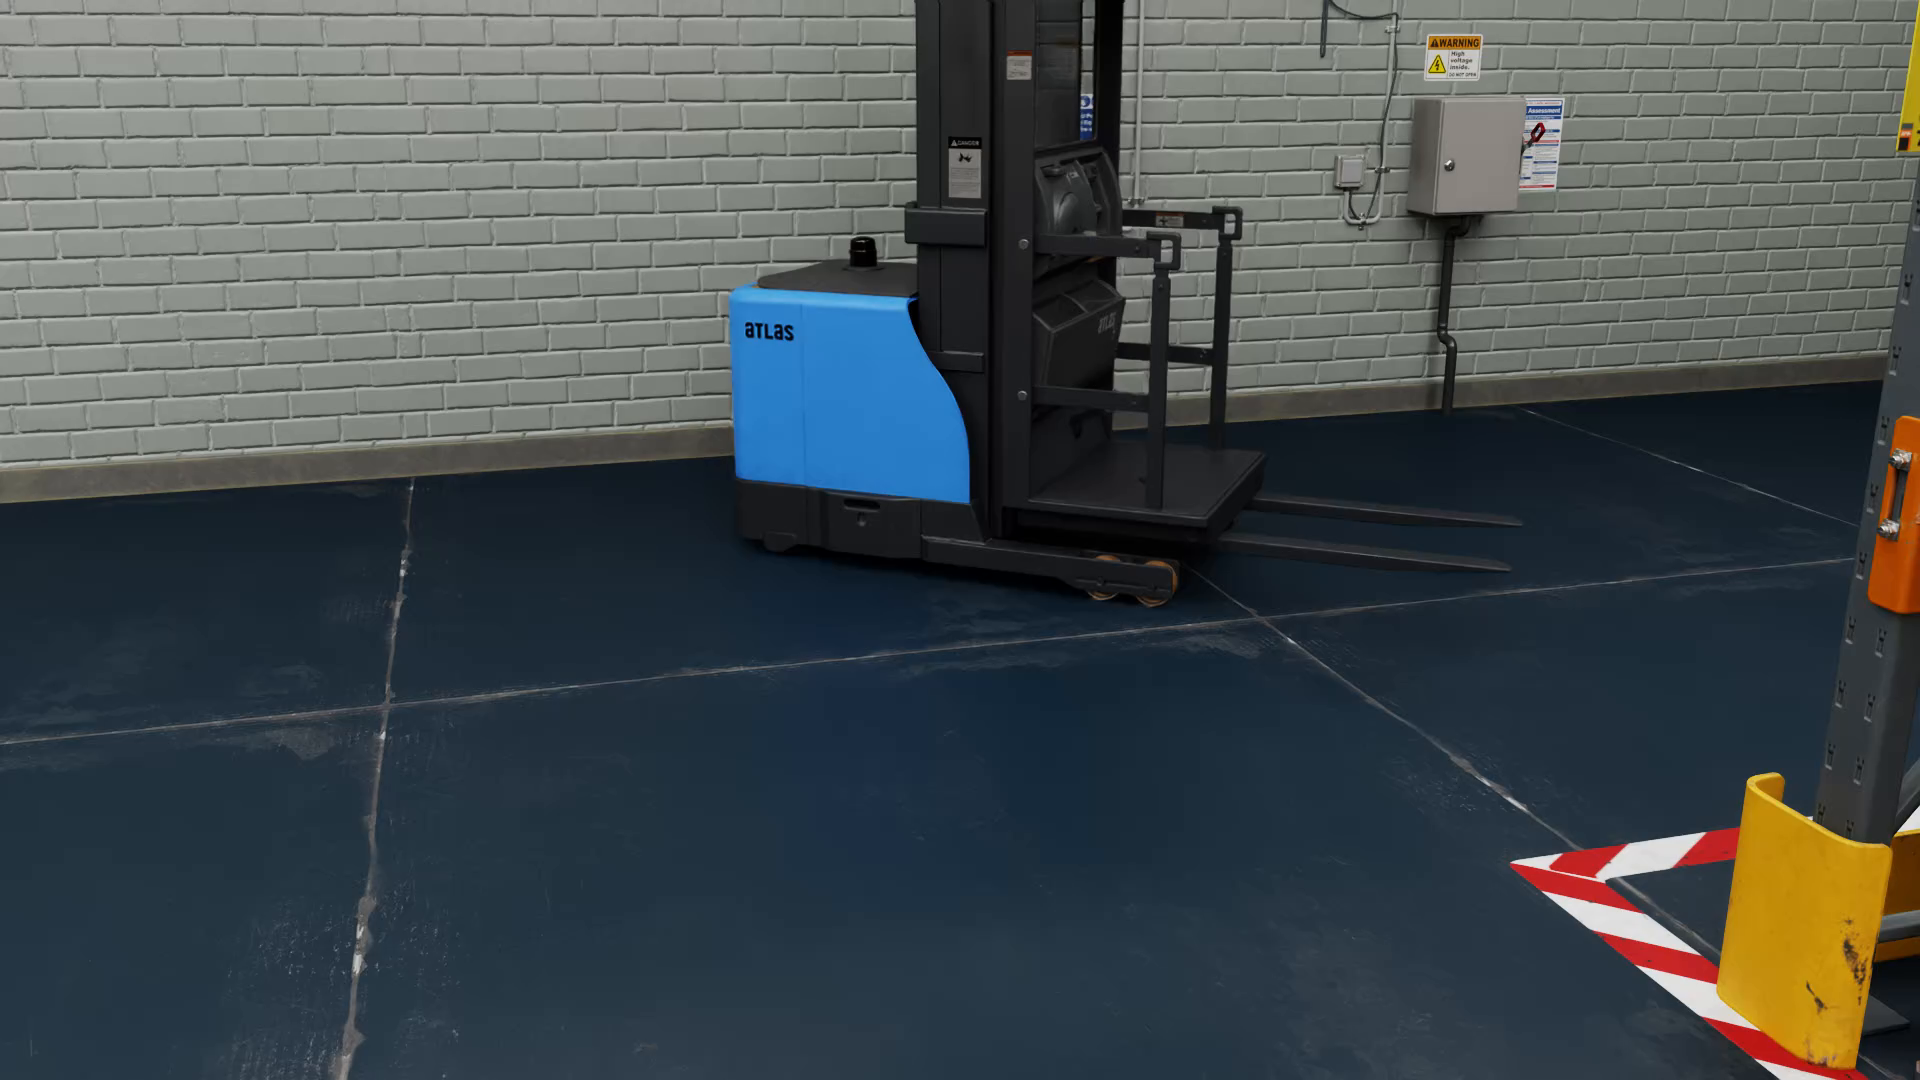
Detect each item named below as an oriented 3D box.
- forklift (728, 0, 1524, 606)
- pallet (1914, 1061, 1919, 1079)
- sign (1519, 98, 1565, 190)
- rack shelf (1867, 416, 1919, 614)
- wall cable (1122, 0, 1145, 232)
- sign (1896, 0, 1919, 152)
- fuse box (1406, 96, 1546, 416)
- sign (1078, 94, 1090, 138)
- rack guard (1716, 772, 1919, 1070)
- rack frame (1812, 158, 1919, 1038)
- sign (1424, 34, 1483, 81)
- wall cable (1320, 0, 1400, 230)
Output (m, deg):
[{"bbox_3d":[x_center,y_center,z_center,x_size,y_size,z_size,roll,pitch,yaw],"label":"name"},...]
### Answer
[{"bbox_3d":[0.643,-1.332,6.293,3.031,2.935,1.130,6,18,21],"label":"forklift"},{"bbox_3d":[2.552,1.107,2.900,1.003,0.211,1.213,-5,17,-15],"label":"pallet"},{"bbox_3d":[3.163,-2.178,9.154,0.329,0.494,0.001,-5,17,-15],"label":"sign"},{"bbox_3d":[2.807,0.454,1.477,1.077,0.370,4.000,-5,17,-15],"label":"rack shelf"},{"bbox_3d":[0.685,-2.503,8.251,0.585,1.953,0.123,-5,17,-15],"label":"wall cable"},{"bbox_3d":[1.722,-0.854,2.938,0.100,0.325,0.005,-5,17,-15],"label":"sign"},{"bbox_3d":[2.745,-1.510,9.005,0.539,1.711,0.414,-5,17,-15],"label":"fuse box"},{"bbox_3d":[0.622,-2.144,8.406,0.327,0.218,0.001,-5,17,-15],"label":"sign"},{"bbox_3d":[2.250,0.747,3.597,1.175,0.500,0.348,-5,17,-15],"label":"rack guard"},{"bbox_3d":[2.257,-0.444,3.215,1.000,3.000,0.127,-5,17,-15],"label":"rack frame"},{"bbox_3d":[2.635,-2.576,8.877,0.339,0.242,0.001,-5,17,-15],"label":"sign"},{"bbox_3d":[2.045,-2.603,8.639,0.588,1.984,0.122,-5,17,-15],"label":"wall cable"}]
